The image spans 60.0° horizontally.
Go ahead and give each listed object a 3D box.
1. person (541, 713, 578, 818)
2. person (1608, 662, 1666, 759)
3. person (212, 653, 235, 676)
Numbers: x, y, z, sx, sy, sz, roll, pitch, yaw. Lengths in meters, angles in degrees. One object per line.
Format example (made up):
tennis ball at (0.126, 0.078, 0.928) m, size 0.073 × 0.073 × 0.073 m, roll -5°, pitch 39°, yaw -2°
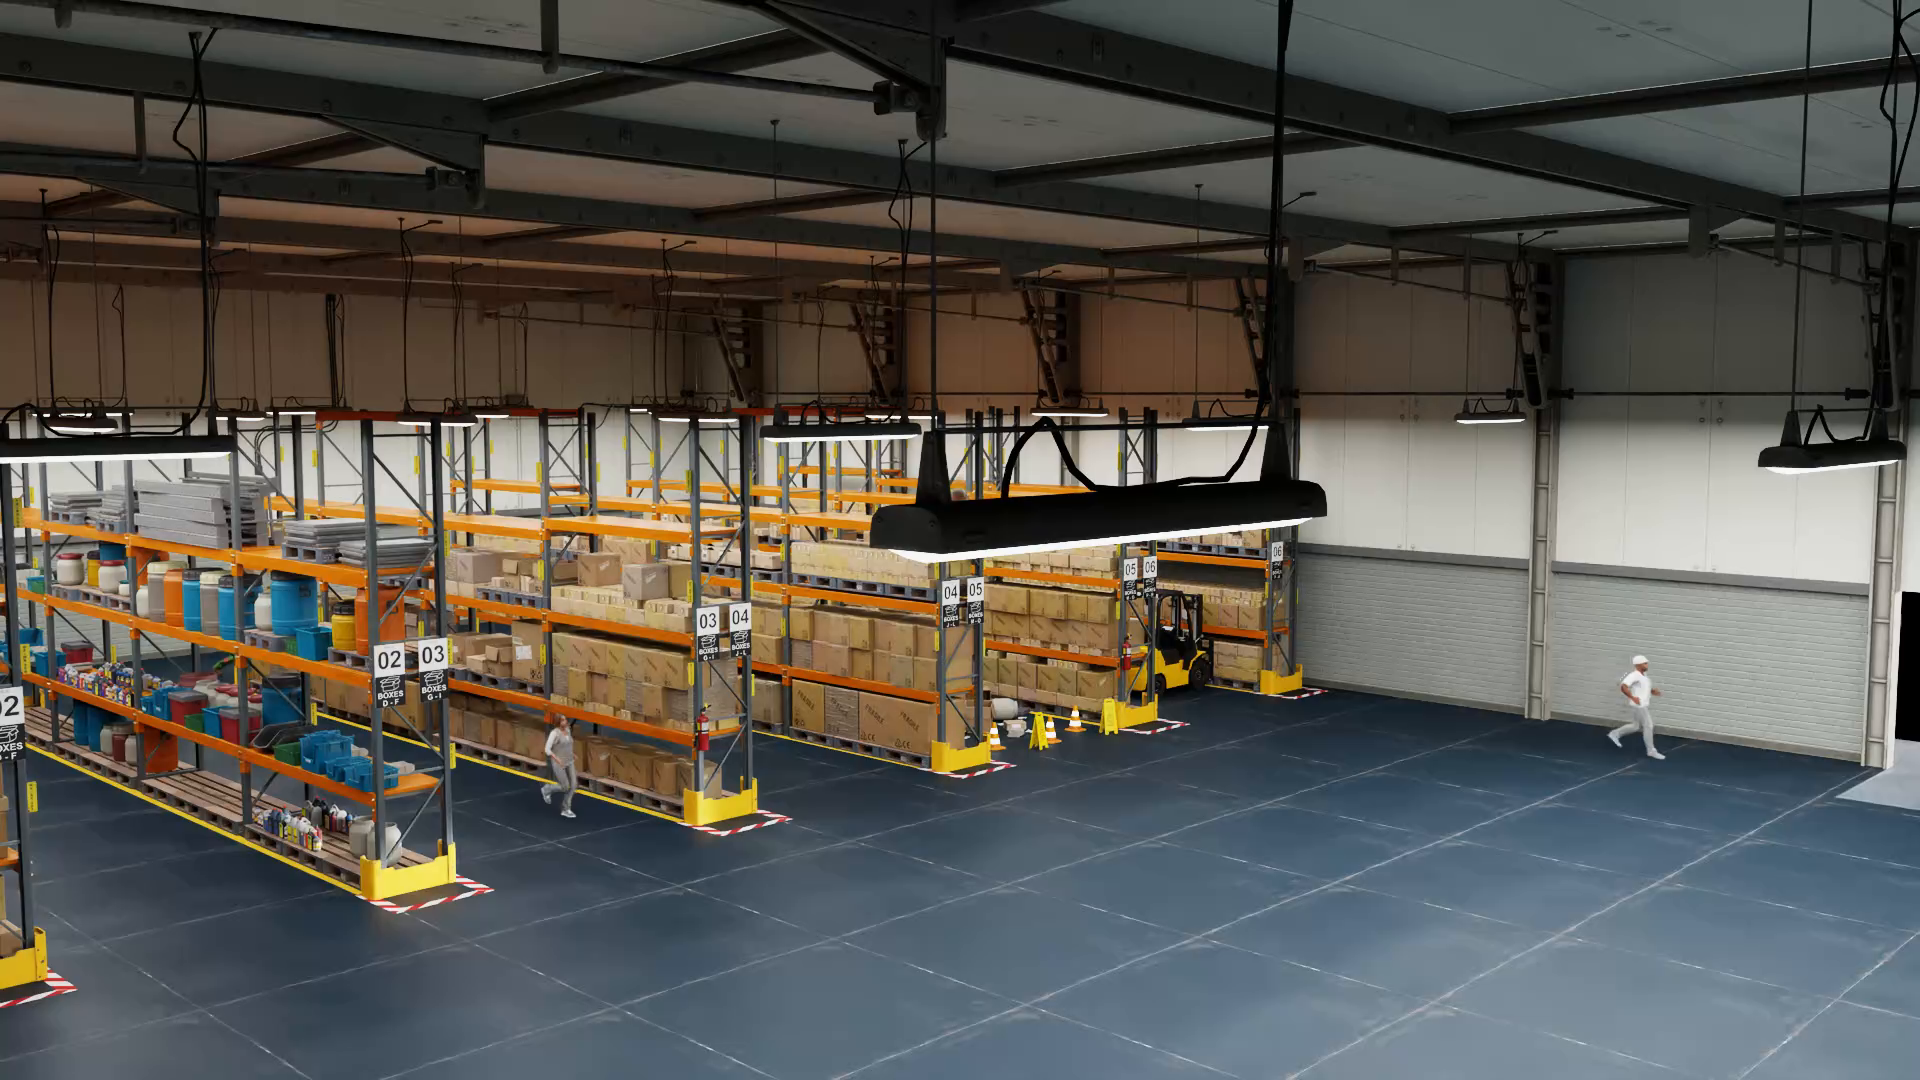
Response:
person at (-5.986, 3.359, 24.899) m, size 0.613 × 1.560 × 0.536 m, roll 3°, pitch 6°, yaw 31°
person at (11.806, 2.905, 28.956) m, size 0.968 × 1.734 × 0.700 m, roll 3°, pitch 6°, yaw 29°
person at (-15.993, 2.169, 36.585) m, size 0.905 × 1.716 × 0.671 m, roll -4°, pitch 6°, yaw -38°
